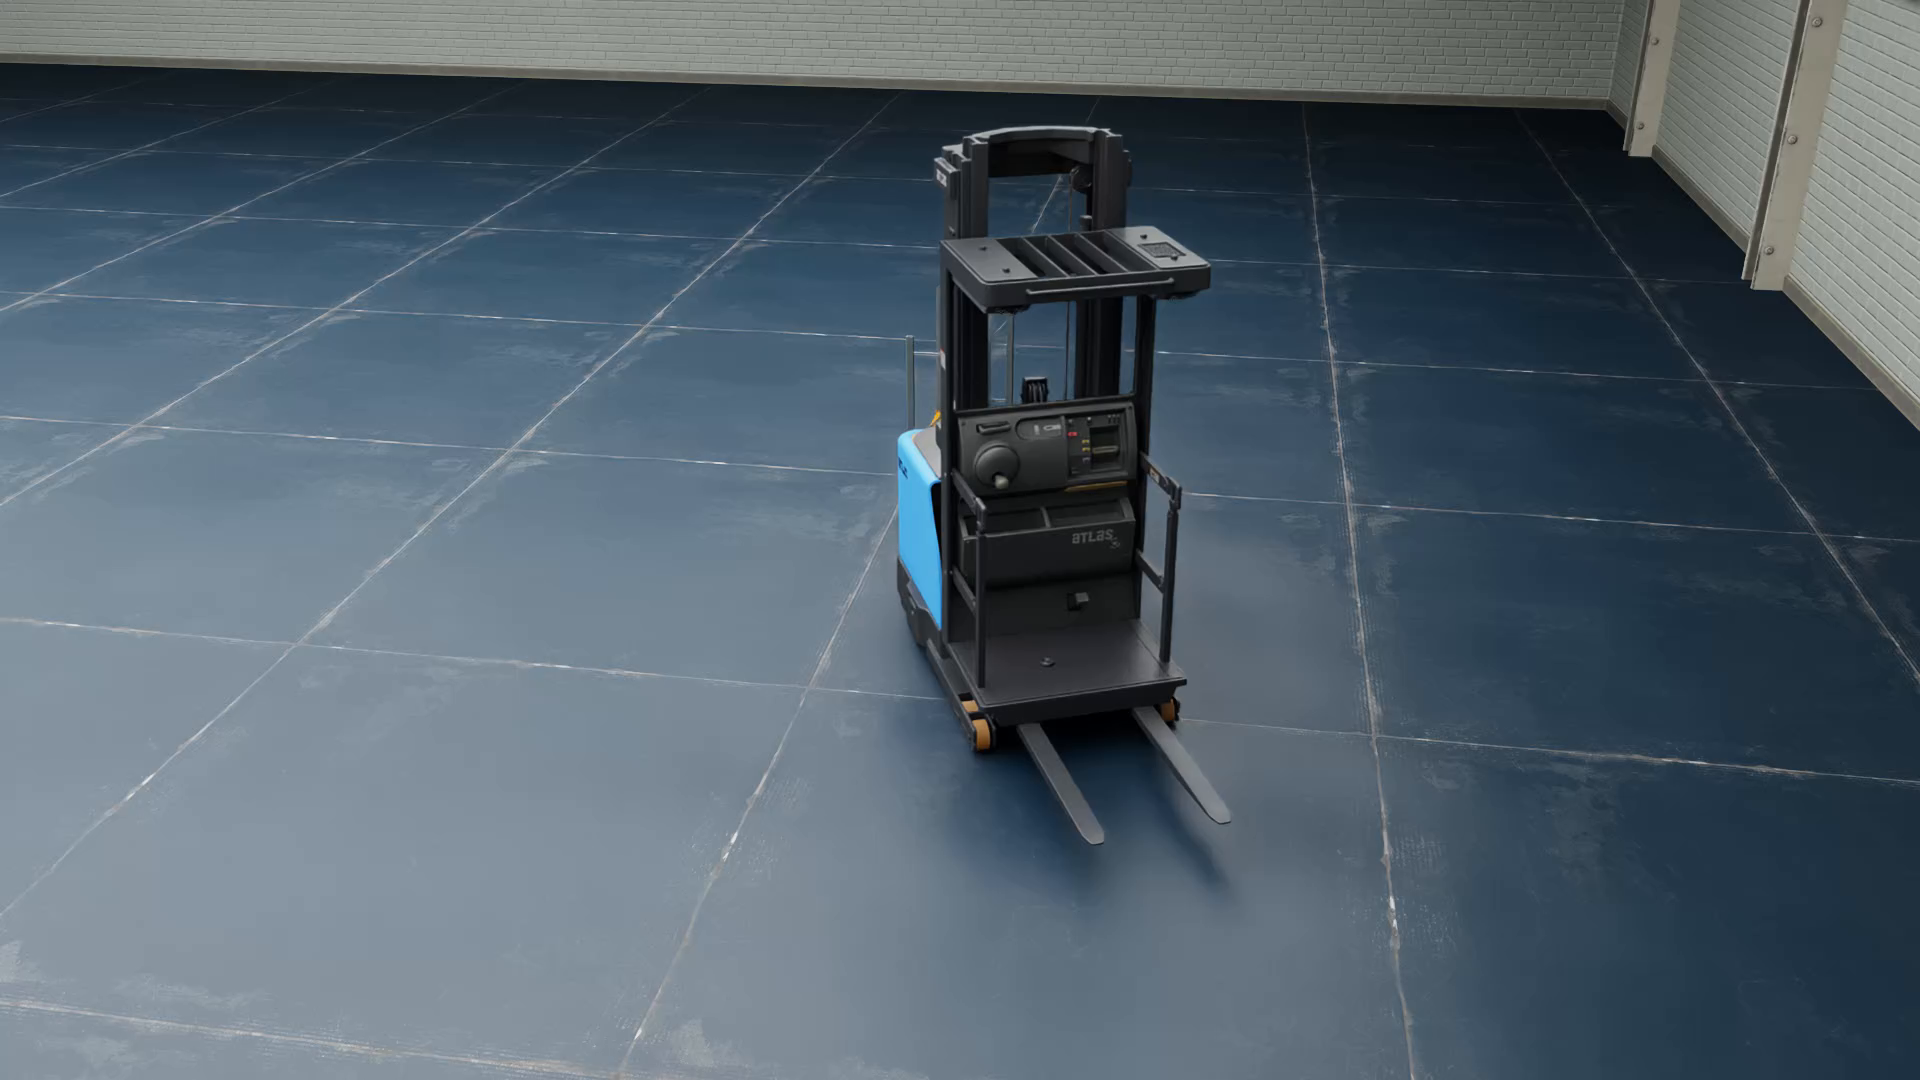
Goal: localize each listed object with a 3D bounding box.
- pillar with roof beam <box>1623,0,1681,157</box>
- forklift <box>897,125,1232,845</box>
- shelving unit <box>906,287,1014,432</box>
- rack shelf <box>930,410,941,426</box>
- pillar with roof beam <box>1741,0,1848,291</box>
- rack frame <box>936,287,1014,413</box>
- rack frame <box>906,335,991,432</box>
[{"bbox_3d":[4.470,-9.347,20.104,9.100,9.000,0.400,4,25,9],"label":"pillar with roof beam"},{"bbox_3d":[0.507,-0.436,8.223,1.130,2.935,3.031,-7,26,-14],"label":"forklift"},{"bbox_3d":[0.012,-0.711,10.500,0.587,1.500,1.083,4,25,9],"label":"shelving unit"},{"bbox_3d":[0.014,-0.552,10.585,0.538,0.185,1.000,4,25,9],"label":"rack shelf"},{"bbox_3d":[3.490,-6.838,14.743,9.100,9.000,0.400,4,25,9],"label":"pillar with roof beam"},{"bbox_3d":[0.097,-0.928,10.962,0.500,1.500,0.032,4,25,9],"label":"rack frame"},{"bbox_3d":[-0.069,-0.502,10.054,0.500,1.500,0.032,4,25,9],"label":"rack frame"}]
